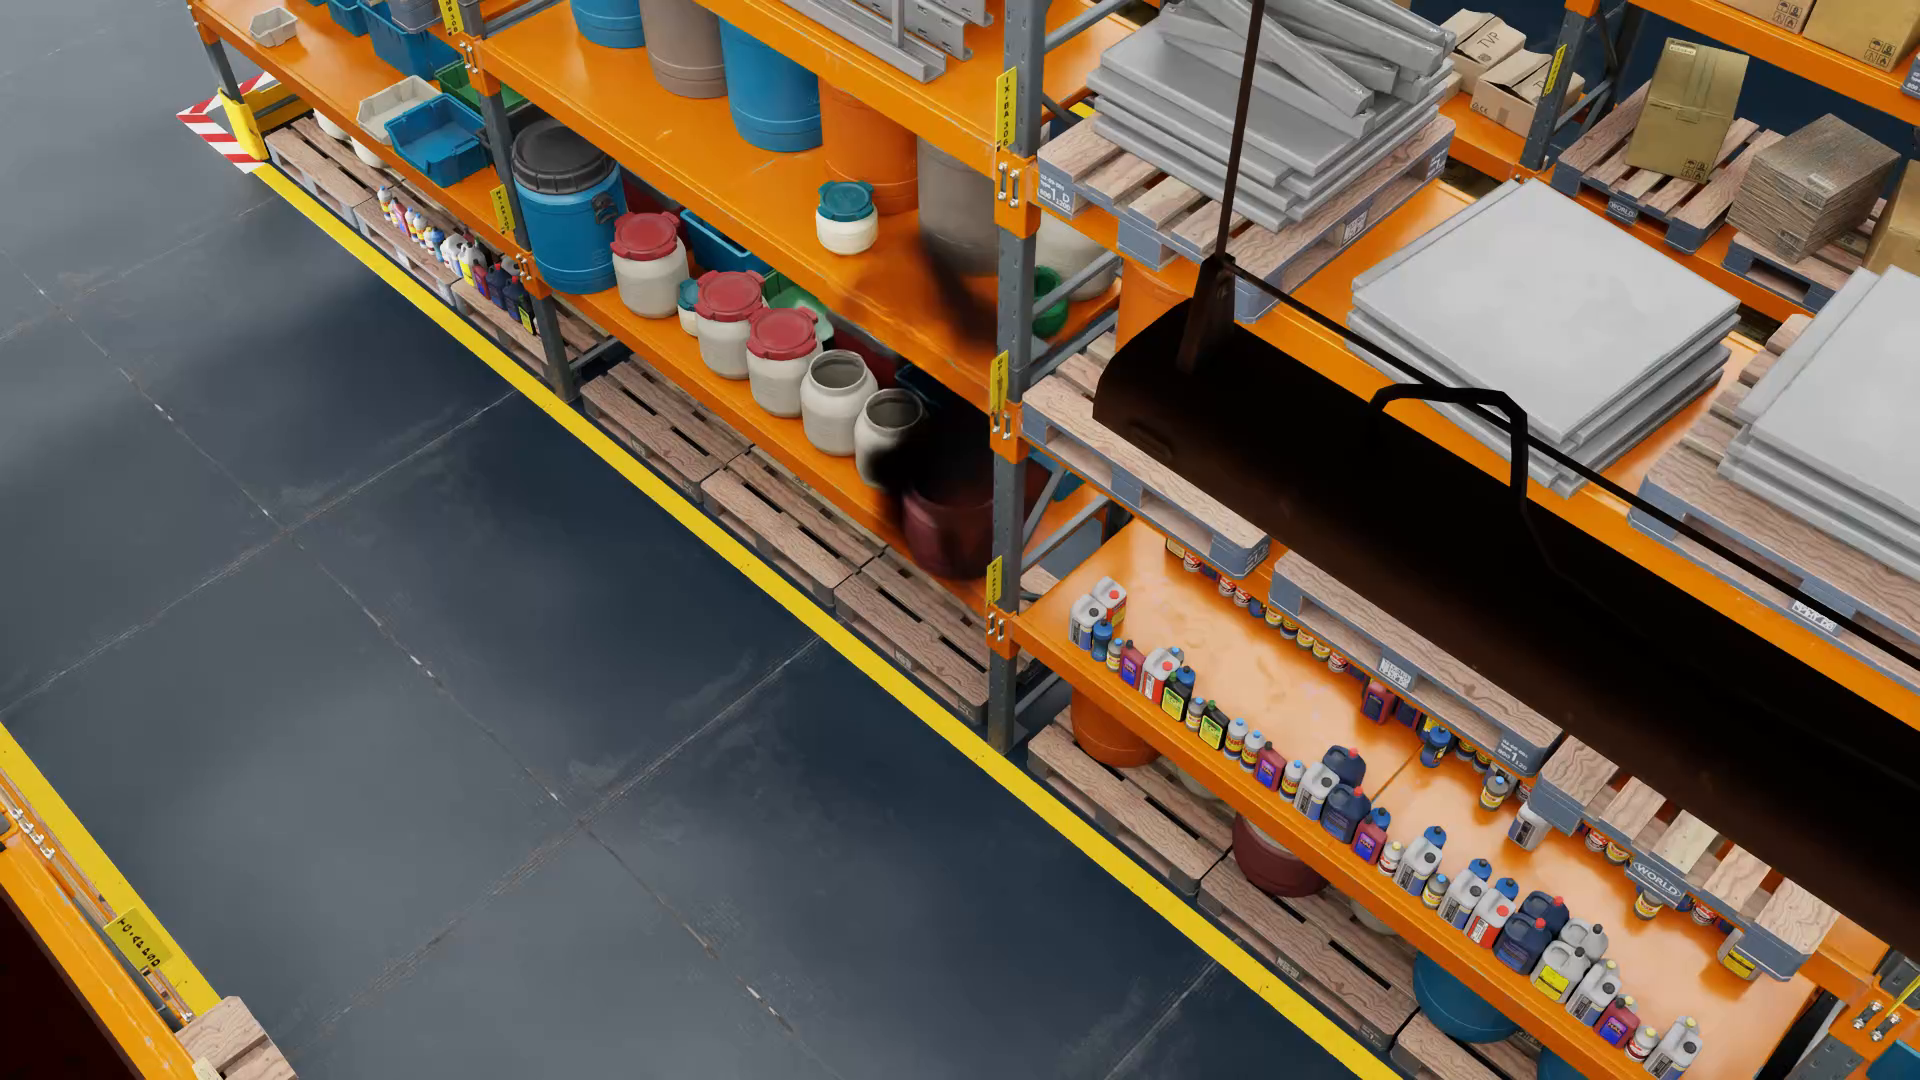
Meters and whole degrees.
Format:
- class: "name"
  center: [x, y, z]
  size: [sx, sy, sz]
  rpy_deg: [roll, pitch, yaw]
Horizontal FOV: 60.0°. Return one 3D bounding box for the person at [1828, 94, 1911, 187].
- class: "person"
  center: [6.740, -3.316, 12.037]
  size: [0.833, 1.735, 0.716]
  rpy_deg: [29, 56, 22]
